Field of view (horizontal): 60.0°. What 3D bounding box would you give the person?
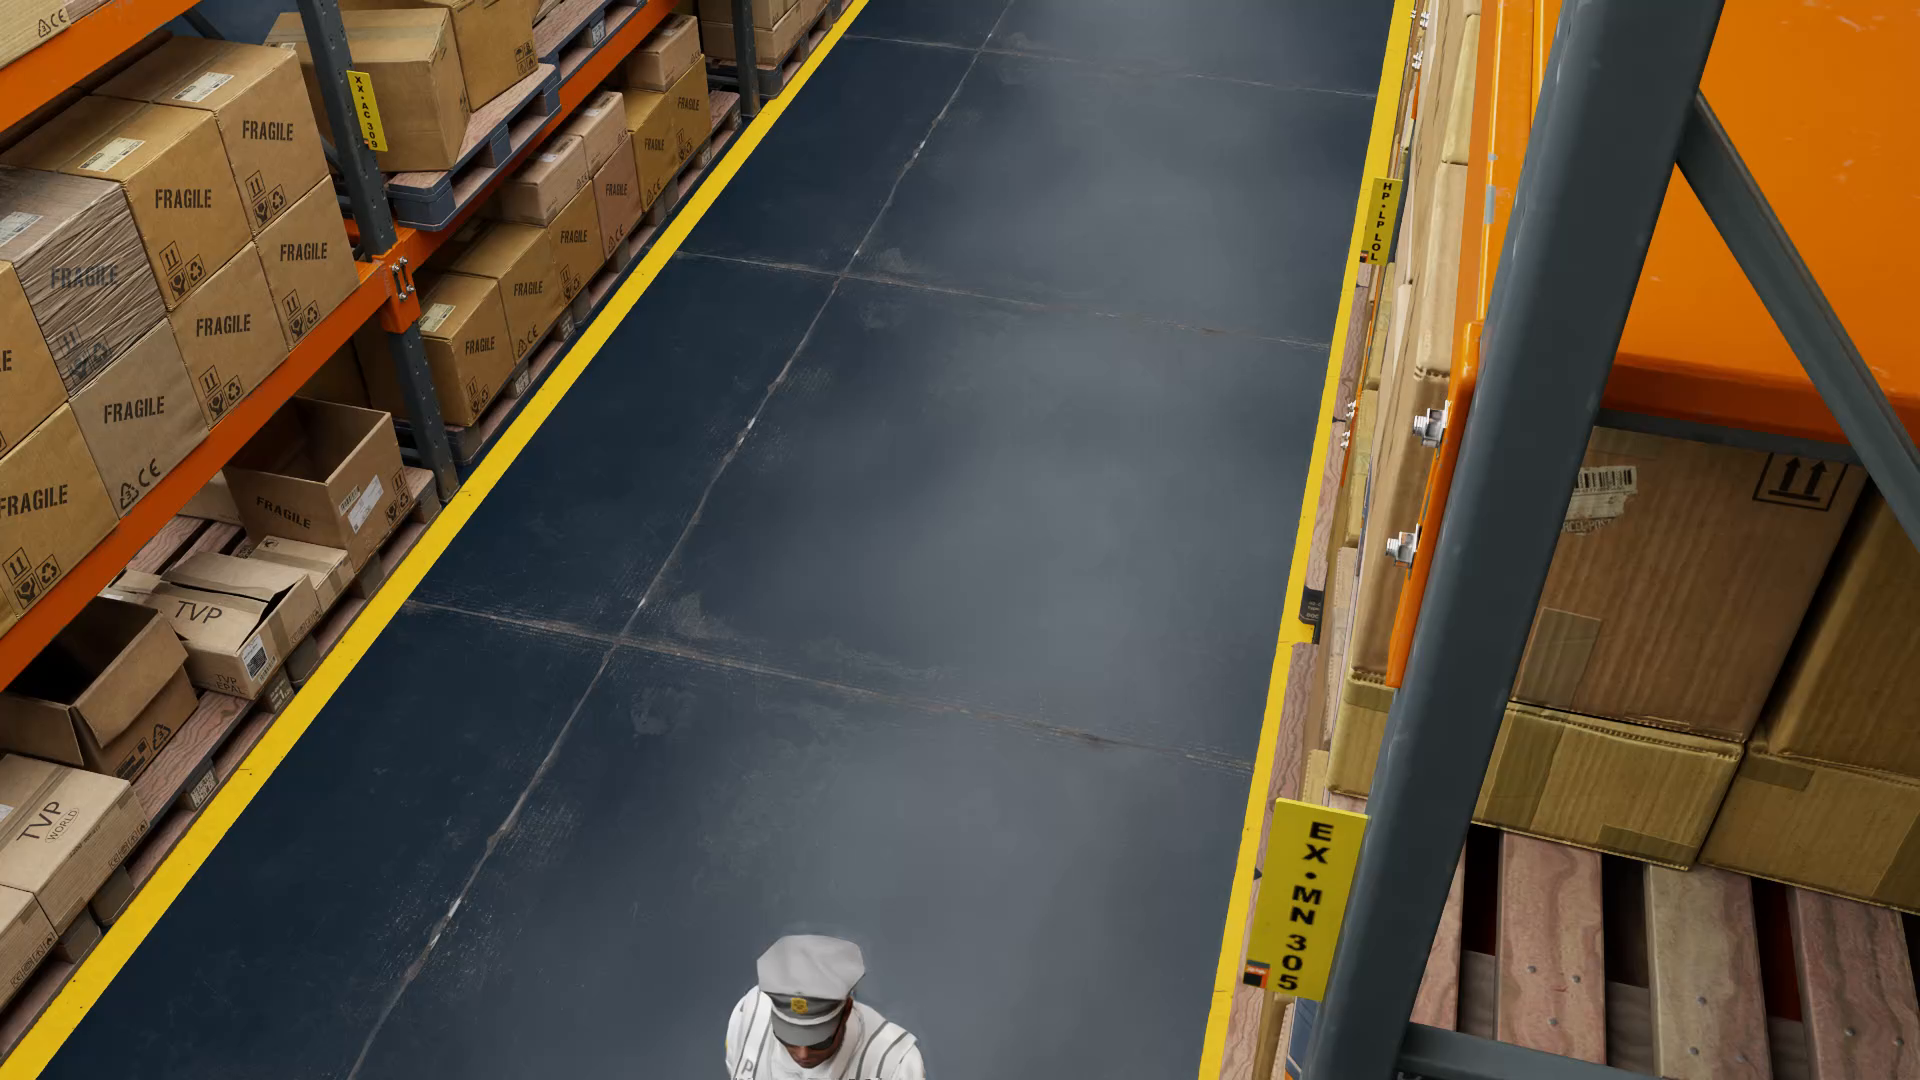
[{"bbox_3d":[-0.353,1.650,4.235,0.578,1.830,0.499,10,42,12],"label":"person"}]
